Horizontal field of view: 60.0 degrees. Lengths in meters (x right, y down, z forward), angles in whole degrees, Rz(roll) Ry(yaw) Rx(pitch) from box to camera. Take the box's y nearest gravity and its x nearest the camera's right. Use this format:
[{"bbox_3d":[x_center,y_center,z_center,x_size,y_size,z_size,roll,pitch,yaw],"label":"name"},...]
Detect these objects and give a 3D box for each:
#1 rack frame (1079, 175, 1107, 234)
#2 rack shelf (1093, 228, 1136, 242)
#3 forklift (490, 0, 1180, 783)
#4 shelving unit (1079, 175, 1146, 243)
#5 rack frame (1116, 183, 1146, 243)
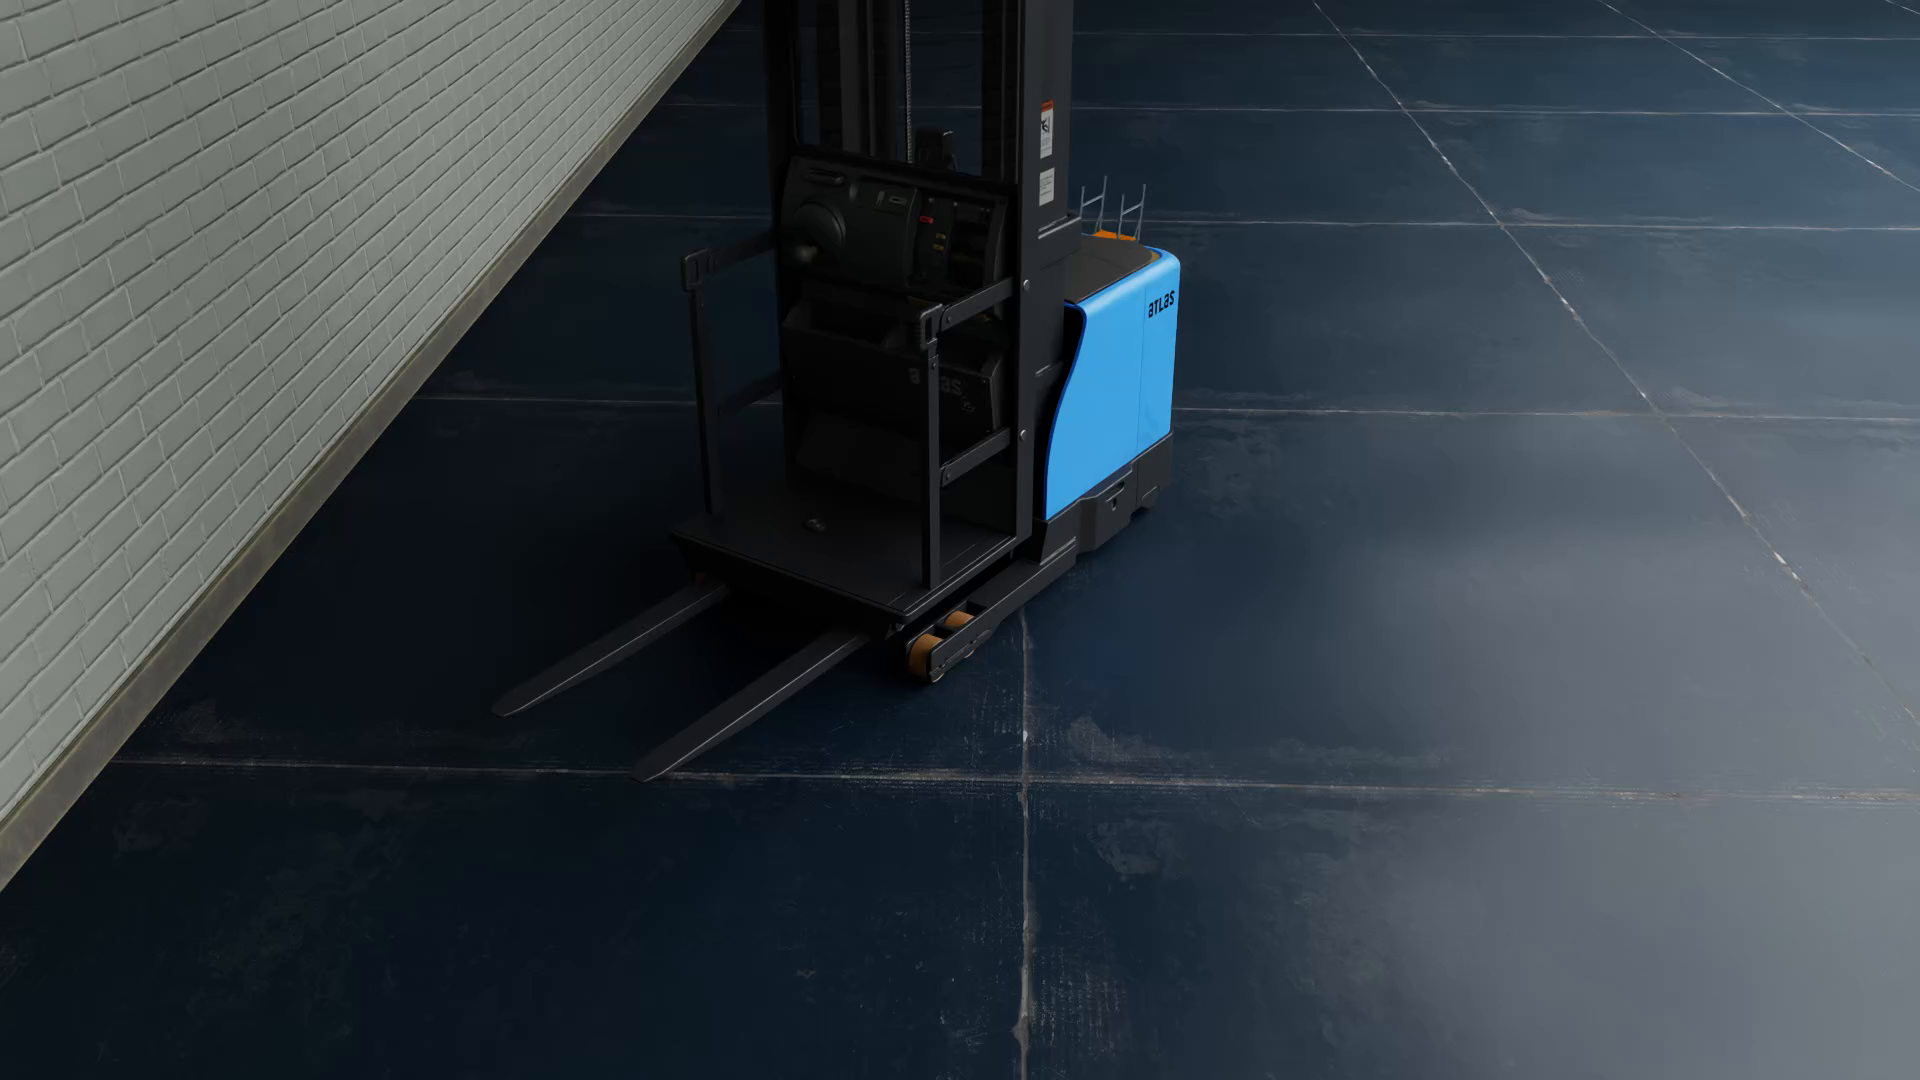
[{"bbox_3d":[0.527,-0.985,7.296,0.006,1.200,0.240,18,30,24],"label":"rack frame"},{"bbox_3d":[0.627,-1.238,7.113,0.180,0.103,0.258,18,30,24],"label":"rack shelf"},{"bbox_3d":[-0.356,-1.053,5.607,1.130,2.935,3.031,18,33,30],"label":"forklift"},{"bbox_3d":[0.607,-0.959,7.258,0.189,1.200,0.258,18,30,24],"label":"shelving unit"},{"bbox_3d":[0.686,-0.934,7.221,0.006,1.200,0.240,18,30,24],"label":"rack frame"}]
